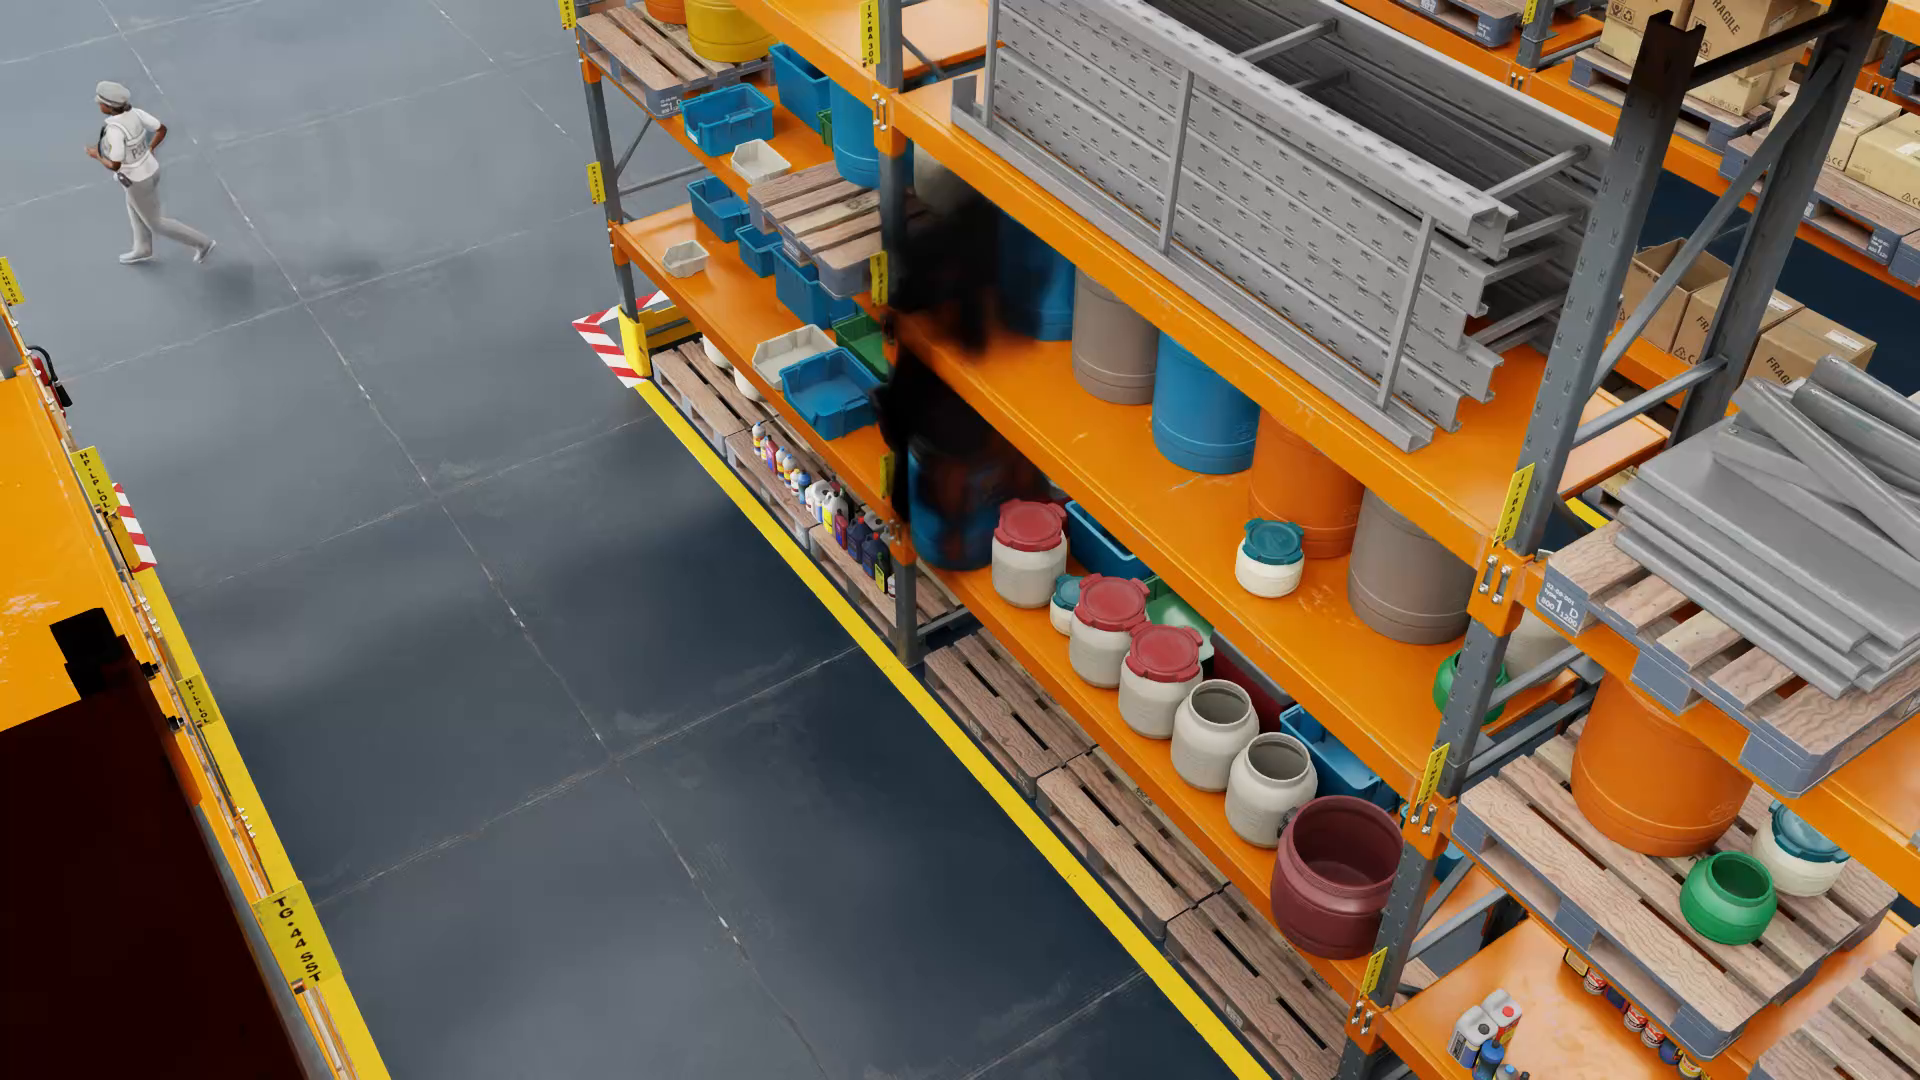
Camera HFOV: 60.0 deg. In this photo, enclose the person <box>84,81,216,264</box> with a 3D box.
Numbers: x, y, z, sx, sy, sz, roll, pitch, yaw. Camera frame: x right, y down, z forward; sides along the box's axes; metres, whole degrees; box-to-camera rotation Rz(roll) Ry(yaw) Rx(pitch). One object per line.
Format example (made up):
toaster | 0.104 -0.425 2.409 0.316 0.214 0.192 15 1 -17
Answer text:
person | -6.786 -3.006 13.757 0.914 1.678 0.581 0 43 -1
